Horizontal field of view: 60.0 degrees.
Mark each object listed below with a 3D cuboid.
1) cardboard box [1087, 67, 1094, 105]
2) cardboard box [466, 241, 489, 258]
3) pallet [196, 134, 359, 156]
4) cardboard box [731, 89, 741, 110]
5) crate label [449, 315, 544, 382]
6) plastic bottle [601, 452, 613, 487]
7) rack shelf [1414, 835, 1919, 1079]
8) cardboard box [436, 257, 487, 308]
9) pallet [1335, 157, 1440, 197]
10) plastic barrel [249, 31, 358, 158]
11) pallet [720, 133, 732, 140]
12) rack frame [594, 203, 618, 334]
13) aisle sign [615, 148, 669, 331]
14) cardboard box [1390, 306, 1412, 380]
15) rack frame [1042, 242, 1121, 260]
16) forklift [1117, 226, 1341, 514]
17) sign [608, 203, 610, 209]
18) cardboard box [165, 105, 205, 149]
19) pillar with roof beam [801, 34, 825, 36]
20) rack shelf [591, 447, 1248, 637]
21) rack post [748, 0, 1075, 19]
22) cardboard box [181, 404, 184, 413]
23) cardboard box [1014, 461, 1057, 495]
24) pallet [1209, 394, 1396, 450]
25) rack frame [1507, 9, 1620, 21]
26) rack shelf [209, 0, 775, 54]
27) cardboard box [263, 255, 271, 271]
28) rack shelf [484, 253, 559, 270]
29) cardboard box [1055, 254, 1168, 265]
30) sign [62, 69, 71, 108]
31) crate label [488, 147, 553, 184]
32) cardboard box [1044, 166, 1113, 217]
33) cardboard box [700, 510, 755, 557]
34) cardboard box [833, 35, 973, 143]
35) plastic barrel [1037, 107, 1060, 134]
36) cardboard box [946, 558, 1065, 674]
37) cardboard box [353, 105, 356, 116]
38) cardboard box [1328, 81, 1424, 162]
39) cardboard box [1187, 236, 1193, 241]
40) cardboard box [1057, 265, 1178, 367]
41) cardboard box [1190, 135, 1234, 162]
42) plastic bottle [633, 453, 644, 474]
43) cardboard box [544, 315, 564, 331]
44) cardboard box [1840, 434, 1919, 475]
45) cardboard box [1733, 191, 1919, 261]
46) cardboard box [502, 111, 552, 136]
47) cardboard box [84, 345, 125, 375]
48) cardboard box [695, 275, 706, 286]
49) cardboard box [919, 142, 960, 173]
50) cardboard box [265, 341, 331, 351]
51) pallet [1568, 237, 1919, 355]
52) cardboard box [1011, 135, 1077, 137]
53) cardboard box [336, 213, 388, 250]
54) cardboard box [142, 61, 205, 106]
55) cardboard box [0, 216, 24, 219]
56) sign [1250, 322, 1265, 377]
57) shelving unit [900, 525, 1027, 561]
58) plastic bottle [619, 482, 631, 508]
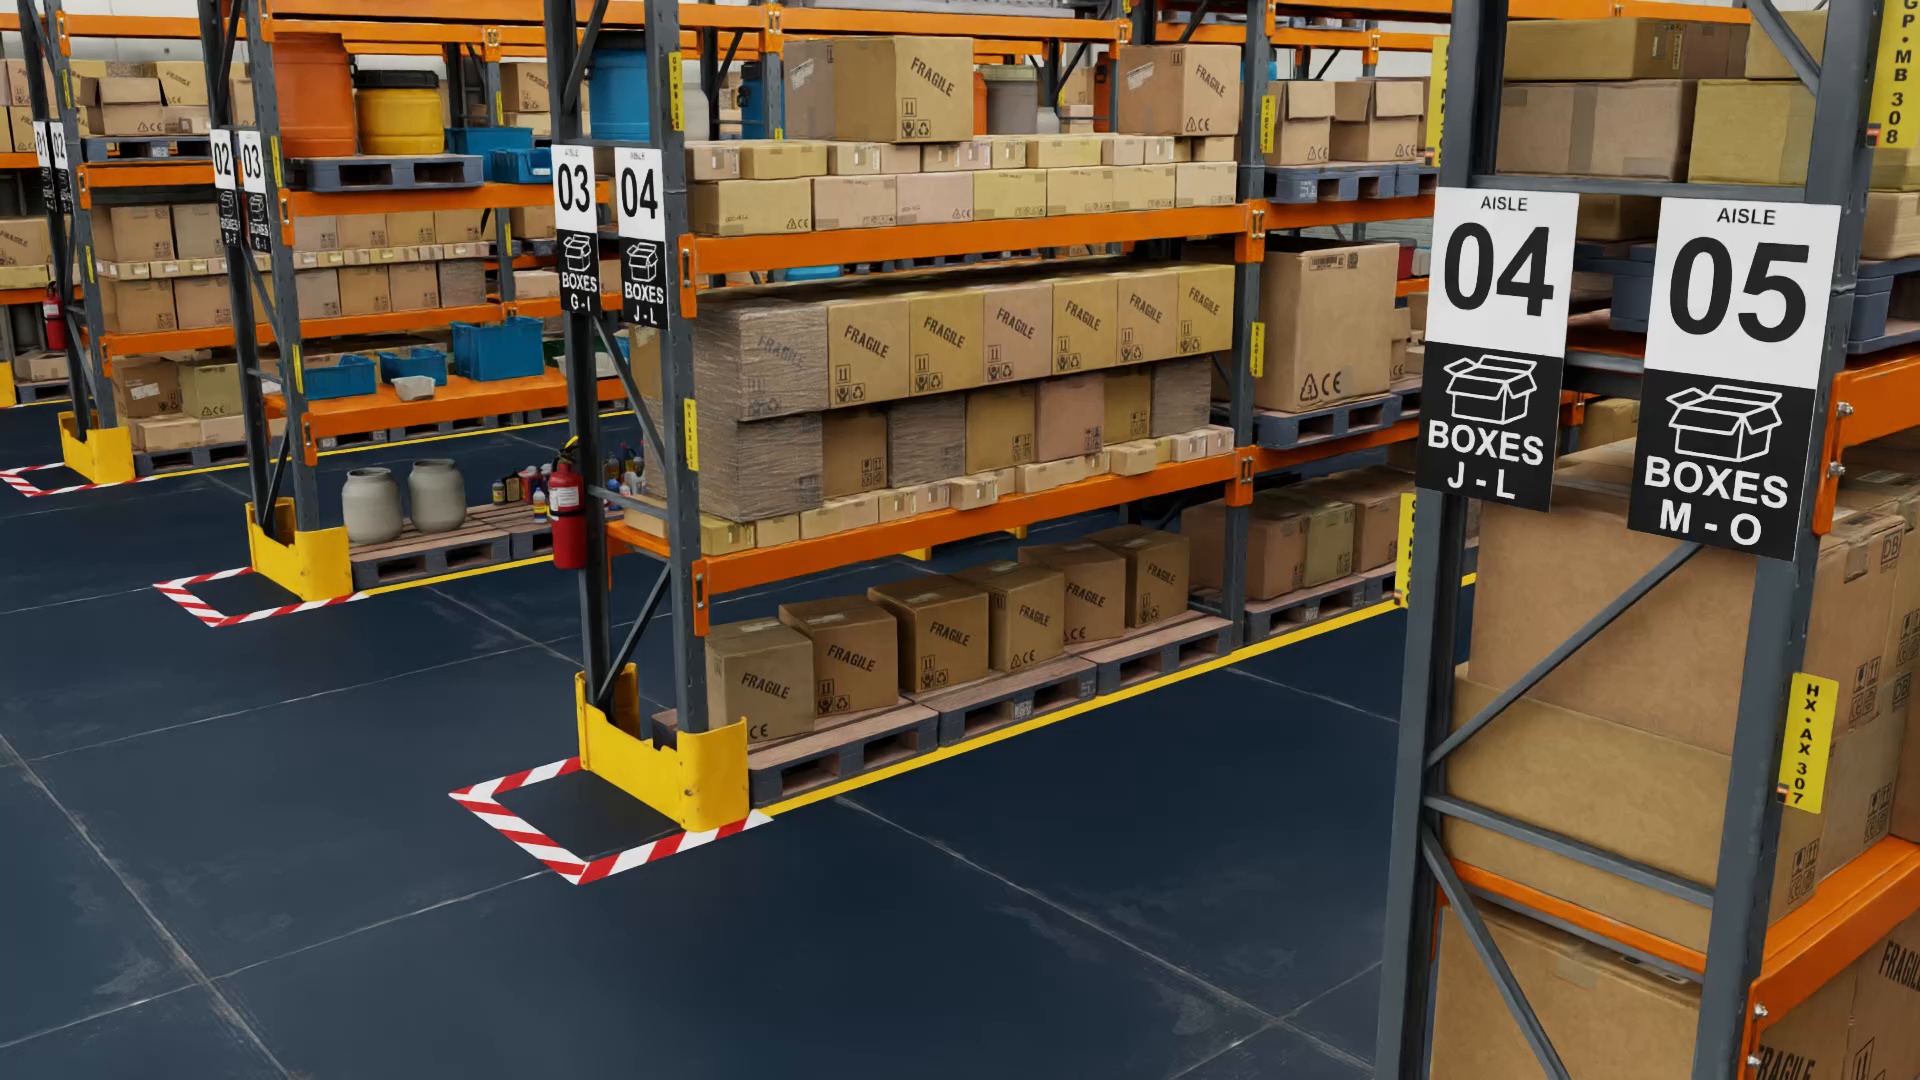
[{"bbox_3d":[1.786,-6.255,22.913,0.500,0.500,0.700,-13,19,-39],"label":"cardboard box"},{"bbox_3d":[-5.126,-3.047,17.393,0.250,0.149,0.380,-13,20,-39],"label":"cardboard box"},{"bbox_3d":[-6.608,-3.824,16.113,1.213,0.211,1.003,-13,19,-39],"label":"pallet"},{"bbox_3d":[-3.394,-6.567,25.165,0.500,0.500,0.700,-13,20,-40],"label":"cardboard box"},{"bbox_3d":[-3.619,-1.512,13.028,0.616,0.435,0.502,-13,19,-39],"label":"crate label"},{"bbox_3d":[-2.988,-0.600,14.096,0.133,0.283,0.061,-12,19,-37],"label":"plastic bottle"},{"bbox_3d":[3.110,0.826,5.741,4.000,0.370,1.077,-13,19,-39],"label":"rack shelf"},{"bbox_3d":[-5.392,-2.745,17.519,0.500,0.500,0.700,-13,20,-41],"label":"cardboard box"},{"bbox_3d":[2.755,-2.462,11.207,1.003,0.211,1.213,-13,19,-39],"label":"pallet"},{"bbox_3d":[-4.547,-3.097,11.573,0.708,0.830,0.600,-13,19,-39],"label":"plastic barrel"},{"bbox_3d":[-3.339,-4.486,18.785,1.213,0.211,1.003,-12,19,-37],"label":"pallet"},{"bbox_3d":[-5.299,-4.414,23.963,0.127,3.000,1.000,-13,19,-39],"label":"rack frame"},{"bbox_3d":[-1.429,-1.353,7.465,0.004,0.787,0.394,-13,19,-39],"label":"aisle sign"},{"bbox_3d":[2.686,-1.408,11.695,0.637,0.503,0.797,-10,18,-34],"label":"cardboard box"},{"bbox_3d":[1.205,-2.485,16.742,0.127,3.000,1.000,-13,19,-39],"label":"rack frame"},{"bbox_3d":[2.433,-1.918,14.752,3.031,2.935,1.130,-12,19,-37],"label":"forklift"},{"bbox_3d":[-4.935,-4.831,23.434,0.005,0.325,0.100,-13,19,-39],"label":"sign"},{"bbox_3d":[-9.318,-4.926,19.832,0.500,0.500,0.500,-14,20,-41],"label":"cardboard box"},{"bbox_3d":[0.505,-7.439,23.662,0.400,9.000,9.100,-13,19,-39],"label":"pillar with roof beam"},{"bbox_3d":[-0.070,-0.157,9.420,4.000,0.370,1.077,-13,19,-39],"label":"rack shelf"},{"bbox_3d":[-0.384,-5.153,14.717,3.121,1.000,1.013,-13,19,-39],"label":"rack post"},{"bbox_3d":[-7.499,-1.205,16.463,0.500,0.250,0.500,-13,19,-39],"label":"cardboard box"},{"bbox_3d":[0.328,-0.377,9.337,0.250,0.149,0.380,-13,19,-39],"label":"cardboard box"},{"bbox_3d":[2.111,-0.852,10.999,1.213,0.211,1.003,-13,19,-39],"label":"pallet"},{"bbox_3d":[4.456,-4.420,12.358,0.127,3.000,1.000,-13,19,-39],"label":"rack frame"},{"bbox_3d":[-3.321,-3.827,12.307,4.000,0.370,1.077,-13,19,-39],"label":"rack shelf"},{"bbox_3d":[-6.671,-2.700,16.095,0.250,0.149,0.380,-13,20,-40],"label":"cardboard box"},{"bbox_3d":[-6.807,-3.728,22.787,4.000,0.370,1.077,-13,19,-39],"label":"rack shelf"},{"bbox_3d":[0.932,-1.492,10.315,0.500,0.500,0.500,-13,19,-39],"label":"cardboard box"},{"bbox_3d":[-7.719,-3.896,14.363,0.005,0.325,0.100,-13,19,-39],"label":"sign"},{"bbox_3d":[-3.201,-2.760,12.247,0.408,0.251,0.502,-13,19,-39],"label":"crate label"},{"bbox_3d":[0.484,-1.918,9.098,0.500,0.250,0.500,-13,20,-40],"label":"cardboard box"},{"bbox_3d":[-1.207,-0.046,8.098,0.250,0.149,0.380,-13,19,-39],"label":"cardboard box"},{"bbox_3d":[-0.282,-2.248,8.301,0.500,0.500,0.500,-13,20,-40],"label":"cardboard box"},{"bbox_3d":[0.769,-3.996,16.367,0.421,0.512,0.421,0,15,0],"label":"plastic barrel"},{"bbox_3d":[0.267,0.440,9.820,0.500,0.500,0.500,14,20,42],"label":"cardboard box"},{"bbox_3d":[-6.022,-4.324,16.900,0.500,0.311,0.500,-14,20,-42],"label":"cardboard box"},{"bbox_3d":[2.568,-2.766,10.965,0.637,0.503,0.797,-12,19,-37],"label":"cardboard box"},{"bbox_3d":[3.063,-4.553,24.289,0.500,0.500,0.500,-12,19,-39],"label":"cardboard box"},{"bbox_3d":[0.903,-1.304,9.611,0.500,0.500,0.500,-13,19,-39],"label":"cardboard box"},{"bbox_3d":[1.383,-2.302,9.760,0.250,0.149,0.380,-12,19,-38],"label":"cardboard box"},{"bbox_3d":[-2.724,-0.598,14.111,0.097,0.271,0.097,0,15,0],"label":"plastic bottle"},{"bbox_3d":[-5.807,-3.287,23.734,0.500,0.500,0.700,-12,19,-39],"label":"cardboard box"},{"bbox_3d":[2.772,-0.012,5.100,0.550,0.550,0.875,-13,19,-39],"label":"cardboard box"},{"bbox_3d":[2.070,-0.758,3.942,0.250,0.149,0.380,-12,19,-39],"label":"cardboard box"},{"bbox_3d":[-4.590,-4.455,17.780,0.500,0.250,0.500,-10,18,-34],"label":"cardboard box"},{"bbox_3d":[-10.322,-2.169,19.914,0.500,0.311,0.500,-11,18,-35],"label":"cardboard box"},{"bbox_3d":[-3.299,-3.211,19.266,0.500,0.500,0.500,-14,20,-42],"label":"cardboard box"},{"bbox_3d":[-0.216,-1.951,8.446,0.250,0.149,0.380,-14,20,-42],"label":"cardboard box"},{"bbox_3d":[-6.747,-1.737,17.003,0.500,0.500,0.500,-13,19,-39],"label":"cardboard box"},{"bbox_3d":[2.154,-0.717,4.482,1.213,0.211,1.003,-13,19,-39],"label":"pallet"},{"bbox_3d":[0.459,-2.268,9.632,0.250,0.149,0.380,-12,19,-38],"label":"cardboard box"},{"bbox_3d":[-6.151,-3.201,16.713,0.500,0.500,0.700,-13,20,-39],"label":"cardboard box"},{"bbox_3d":[-9.310,-5.404,19.685,0.500,0.500,0.500,-14,20,-41],"label":"cardboard box"},{"bbox_3d":[-11.118,-3.480,19.263,0.500,0.500,0.500,-13,20,-40],"label":"cardboard box"},{"bbox_3d":[1.801,-1.157,10.093,0.005,0.325,0.100,-13,19,-39],"label":"sign"},{"bbox_3d":[-0.058,-0.712,13.008,1.083,1.500,0.587,-13,19,-39],"label":"shelving unit"},{"bbox_3d":[-2.694,-0.364,13.370,0.097,0.201,0.097,0,15,0],"label":"plastic bottle"}]
